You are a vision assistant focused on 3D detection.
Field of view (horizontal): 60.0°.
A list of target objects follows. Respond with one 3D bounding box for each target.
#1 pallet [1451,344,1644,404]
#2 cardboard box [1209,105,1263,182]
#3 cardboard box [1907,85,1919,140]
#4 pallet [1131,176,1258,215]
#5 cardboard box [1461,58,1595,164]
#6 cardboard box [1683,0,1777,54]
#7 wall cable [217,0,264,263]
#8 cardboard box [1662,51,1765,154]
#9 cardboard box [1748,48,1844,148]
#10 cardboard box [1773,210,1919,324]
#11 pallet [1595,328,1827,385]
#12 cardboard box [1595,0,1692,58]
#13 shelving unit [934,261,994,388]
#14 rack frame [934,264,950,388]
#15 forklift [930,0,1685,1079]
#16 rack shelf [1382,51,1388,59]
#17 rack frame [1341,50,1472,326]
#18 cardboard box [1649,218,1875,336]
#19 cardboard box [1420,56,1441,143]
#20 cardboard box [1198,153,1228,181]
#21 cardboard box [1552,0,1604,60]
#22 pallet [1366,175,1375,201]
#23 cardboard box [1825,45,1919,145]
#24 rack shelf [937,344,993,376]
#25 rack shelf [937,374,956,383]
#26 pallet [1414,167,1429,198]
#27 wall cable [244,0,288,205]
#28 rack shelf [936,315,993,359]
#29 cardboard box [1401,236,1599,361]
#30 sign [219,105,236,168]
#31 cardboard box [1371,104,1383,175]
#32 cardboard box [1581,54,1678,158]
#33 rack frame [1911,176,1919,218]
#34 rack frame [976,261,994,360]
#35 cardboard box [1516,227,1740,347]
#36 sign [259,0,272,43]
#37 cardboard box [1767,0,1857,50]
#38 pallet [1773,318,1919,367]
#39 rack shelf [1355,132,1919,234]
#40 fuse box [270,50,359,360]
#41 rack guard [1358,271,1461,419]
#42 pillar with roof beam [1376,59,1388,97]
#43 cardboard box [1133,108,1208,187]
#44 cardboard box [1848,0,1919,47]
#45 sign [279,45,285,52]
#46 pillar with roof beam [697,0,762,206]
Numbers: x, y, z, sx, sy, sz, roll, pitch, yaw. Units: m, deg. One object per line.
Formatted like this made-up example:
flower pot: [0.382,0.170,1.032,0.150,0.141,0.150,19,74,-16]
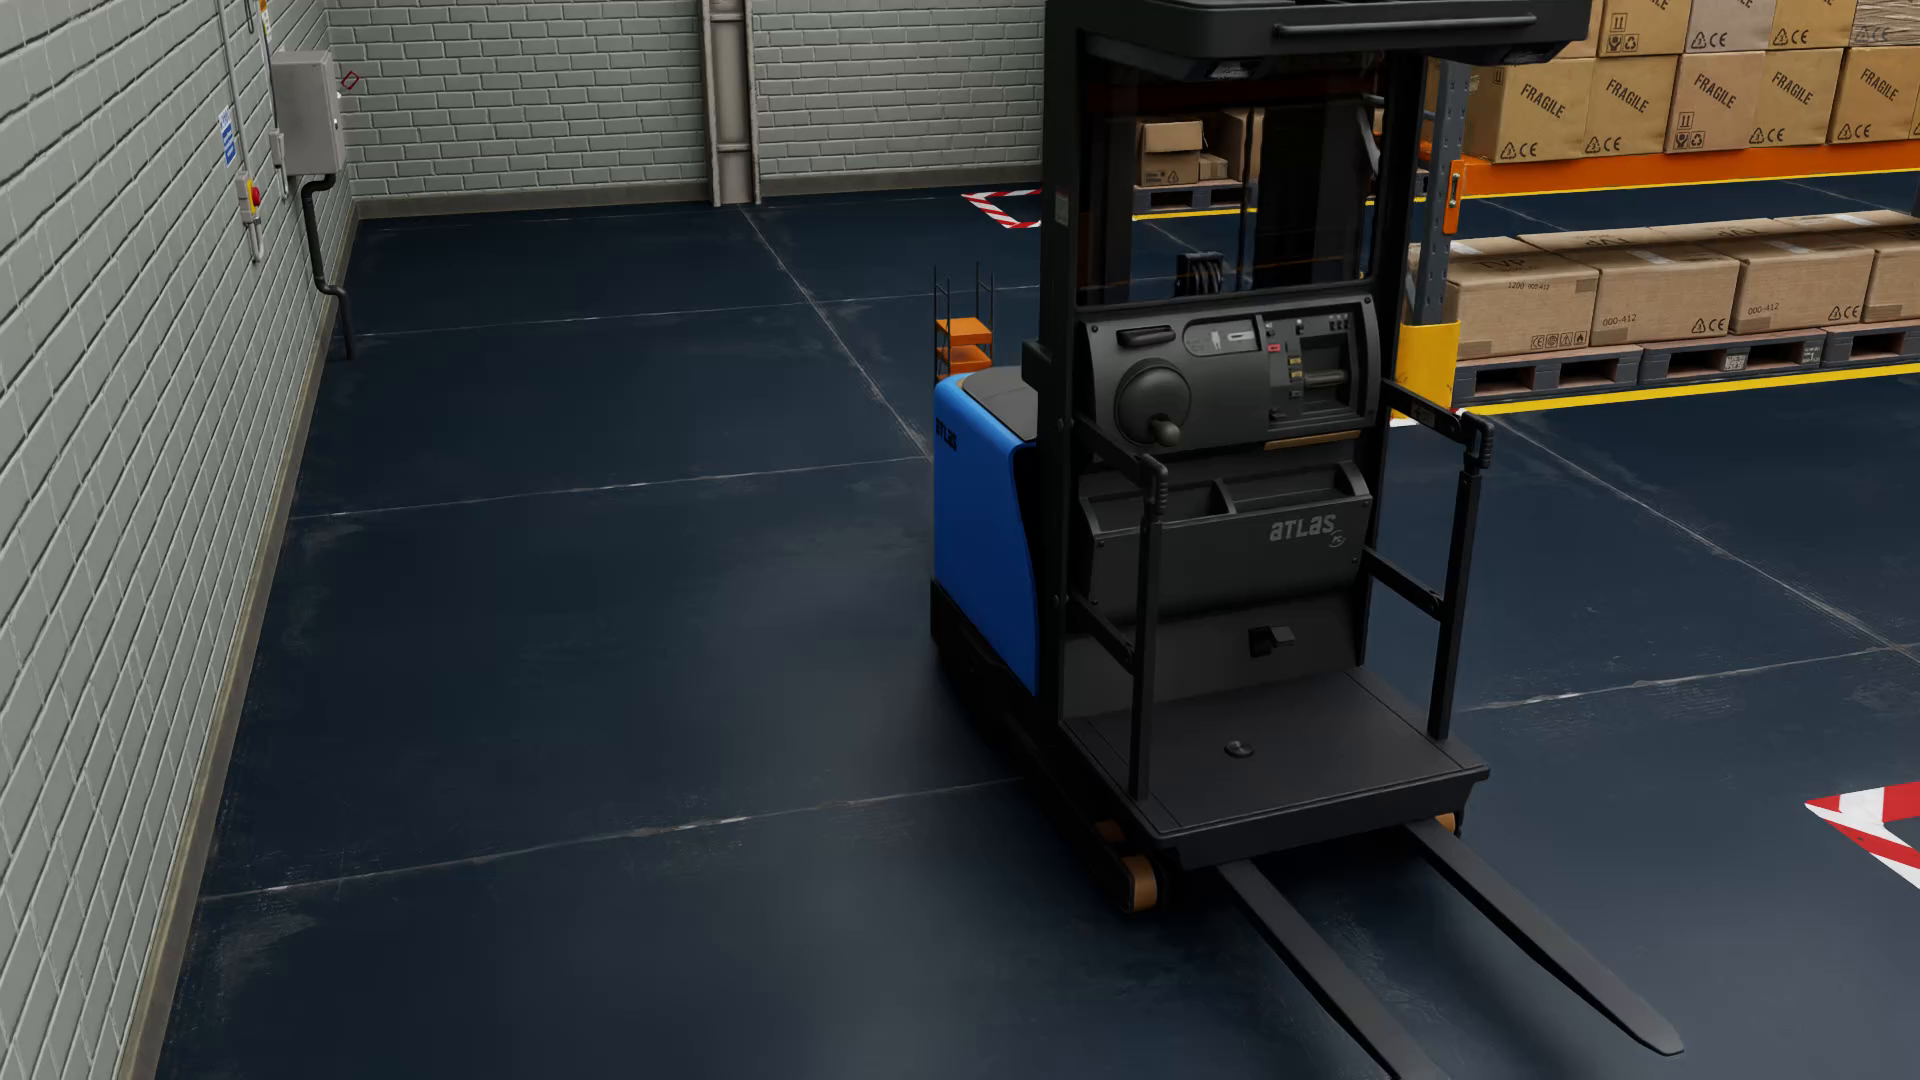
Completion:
pallet: [3.066,-1.082,9.504,1.213,0.211,1.003,-6,24,-14]
cardboard box: [2.421,-3.282,13.733,0.500,0.500,0.700,-5,24,-12]
cardboard box: [5.297,-2.517,9.186,0.500,0.500,0.500,-7,24,-16]
pallet: [1.813,-2.945,13.845,1.213,0.211,1.003,-6,24,-14]
cardboard box: [2.857,-2.237,8.532,0.500,0.500,0.500,-7,24,-15]
cardboard box: [3.845,-2.813,8.606,0.500,0.500,0.500,-6,24,-15]
wall cable: [-3.105,-2.120,7.060,0.123,1.953,0.585,-6,24,-14]
cardboard box: [3.831,-2.349,8.792,0.500,0.500,0.500,-6,24,-15]
cardboard box: [4.309,-2.408,8.932,0.500,0.500,0.500,-6,24,-13]
cardboard box: [5.535,-1.664,10.041,0.875,0.438,0.875,-7,24,-15]
pallet: [4.238,-1.211,9.804,1.213,0.211,1.003,-6,24,-14]
cardboard box: [3.352,-2.755,8.471,0.500,0.500,0.500,-7,24,-16]
shelving unit: [0.014,-0.553,7.017,0.189,1.200,0.258,-6,24,-14]
rack frame: [-0.074,-0.543,6.994,0.006,1.200,0.240,-6,24,-14]
forklift: [0.872,-0.463,4.612,1.130,2.935,3.031,-8,25,-18]
rack shelf: [2.899,-4.015,13.716,4.000,0.370,1.077,-6,24,-14]
rack frame: [2.317,-2.249,8.687,0.127,3.000,1.000,-6,24,-14]
cardboard box: [4.673,-1.569,9.818,0.875,0.438,0.875,-7,24,-16]
cardboard box: [2.710,-2.446,9.021,0.500,0.500,0.500,-6,24,-14]
cardboard box: [2.007,-3.075,13.696,0.250,0.149,0.380,-7,24,-16]
cardboard box: [2.856,-2.697,8.337,0.500,0.500,0.500,-7,24,-16]
pallet: [2.986,-3.073,14.145,1.213,0.211,1.003,-6,24,-14]
cardboard box: [4.817,-2.458,9.048,0.500,0.500,0.500,-7,24,-15]
rack shelf: [0.014,-0.733,6.940,0.180,0.103,0.258,-6,24,-14]
rack shelf: [0.014,-0.622,6.987,0.180,0.103,0.258,-6,24,-14]
pallet: [4.163,-3.204,14.451,1.213,0.211,1.003,-6,24,-14]
wall cable: [-3.500,-2.643,8.318,0.122,1.984,0.588,-6,24,-14]
rack shelf: [0.014,-0.843,6.893,0.180,0.103,0.258,-6,24,-14]
cardboard box: [2.926,-1.372,9.361,0.875,0.438,0.875,-7,24,-16]
sign: [-3.151,-1.738,7.155,0.001,0.218,0.327,-6,24,-14]
cardboard box: [3.420,-3.393,13.991,0.500,0.500,0.700,-7,24,-16]
cardboard box: [3.337,-2.301,8.682,0.500,0.500,0.500,-7,24,-15]
rack frame: [6.169,-2.675,9.679,0.127,3.000,1.000,-6,24,-14]
rack frame: [0.102,-0.563,7.040,0.006,1.200,0.240,-6,24,-14]
cardboard box: [3.805,-1.473,9.596,0.875,0.438,0.875,-6,24,-13]
sign: [-3.717,-2.789,8.898,0.001,0.242,0.339,-6,24,-14]
cardboard box: [4.326,-2.866,8.730,0.500,0.500,0.500,-6,24,-14]
pallet: [5.415,-1.342,10.110,1.213,0.211,1.003,-6,24,-14]
rack shelf: [4.243,-2.131,9.325,4.000,0.370,1.077,-6,24,-14]
fuse box: [-3.533,-1.860,9.415,0.414,1.711,0.539,-6,24,-14]
rack guard: [2.294,-1.097,9.173,0.348,0.500,1.175,-6,24,-14]
pillar with roof beam: [5.073,-5.949,9.703,0.400,9.000,9.100,-6,24,-14]
cardboard box: [1.587,-3.208,13.555,0.637,0.503,0.797,-7,24,-16]
cardboard box: [4.811,-2.916,8.848,0.500,0.500,0.500,-6,24,-14]
sign: [-3.865,-2.574,9.565,0.001,0.494,0.329,-6,24,-14]
pillar with roof beam: [-0.704,-5.310,8.214,0.400,9.000,9.100,-6,24,-14]
